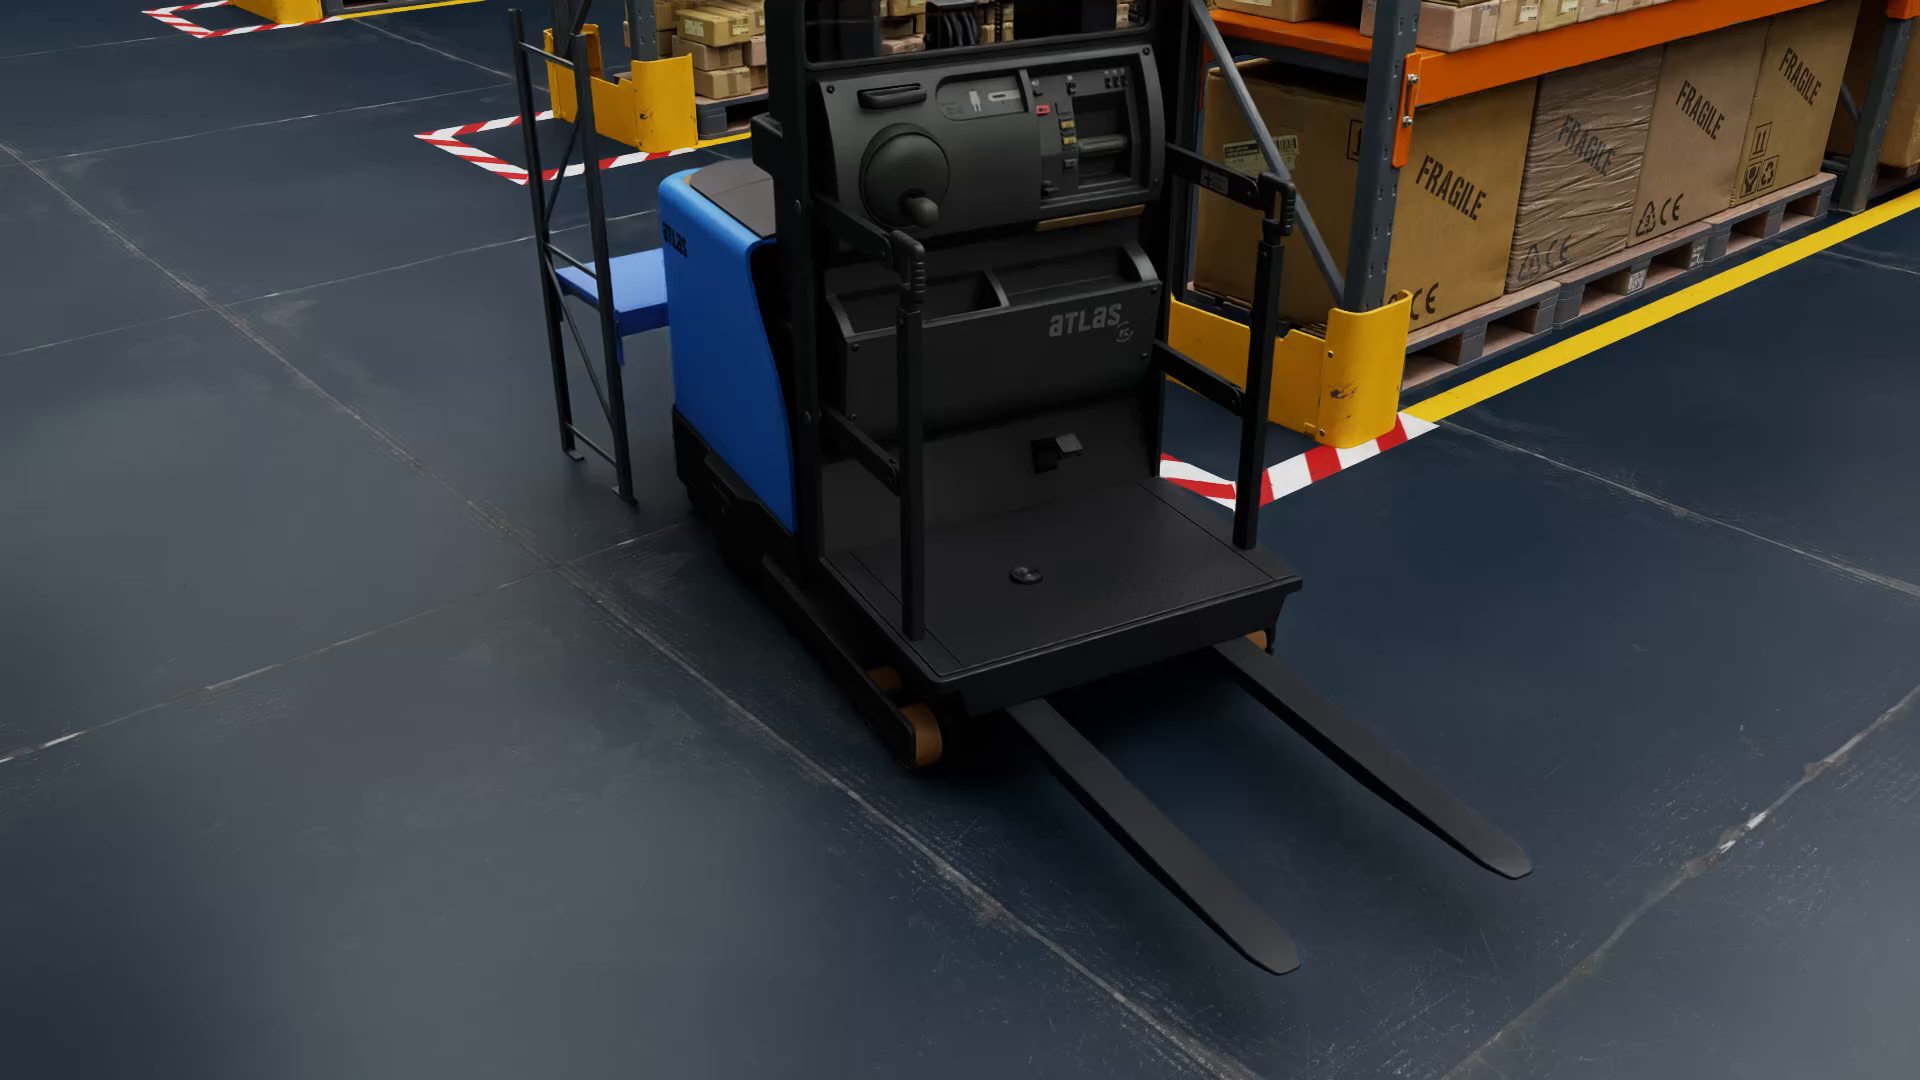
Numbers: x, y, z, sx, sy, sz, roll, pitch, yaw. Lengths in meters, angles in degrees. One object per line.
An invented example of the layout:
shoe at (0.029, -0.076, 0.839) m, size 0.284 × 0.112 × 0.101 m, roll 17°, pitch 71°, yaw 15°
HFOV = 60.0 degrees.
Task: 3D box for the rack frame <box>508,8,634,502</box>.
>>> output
rack frame at (-1.237, -0.886, 5.317) m, size 0.032 × 1.500 × 0.500 m, roll -19°, pitch 33°, yaw -31°

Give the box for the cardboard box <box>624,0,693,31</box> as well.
cardboard box at (-1.793, -3.153, 9.915) m, size 0.250 × 0.149 × 0.380 m, roll -21°, pitch 35°, yaw -34°

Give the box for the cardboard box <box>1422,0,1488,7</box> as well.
cardboard box at (1.651, -2.015, 5.682) m, size 0.500 × 0.250 × 0.500 m, roll -23°, pitch 36°, yaw -36°

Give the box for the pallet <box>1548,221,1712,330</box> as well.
pallet at (2.596, -1.314, 7.485) m, size 1.213 × 0.211 × 1.003 m, roll -22°, pitch 35°, yaw -35°

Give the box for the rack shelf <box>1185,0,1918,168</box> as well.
rack shelf at (2.632, -2.195, 6.937) m, size 4.000 × 0.370 × 1.077 m, roll -22°, pitch 35°, yaw -35°

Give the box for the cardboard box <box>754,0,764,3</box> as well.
cardboard box at (-1.006, -3.097, 9.810) m, size 0.250 × 0.149 × 0.380 m, roll -22°, pitch 35°, yaw -35°

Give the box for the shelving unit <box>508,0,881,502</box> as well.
shelving unit at (-0.827, -1.027, 5.581) m, size 1.048 × 1.500 × 0.538 m, roll -19°, pitch 33°, yaw -31°

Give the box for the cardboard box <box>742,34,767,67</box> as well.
cardboard box at (-1.222, -2.900, 9.758) m, size 0.250 × 0.149 × 0.380 m, roll -22°, pitch 35°, yaw -35°

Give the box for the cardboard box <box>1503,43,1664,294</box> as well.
cardboard box at (2.238, -1.651, 6.966) m, size 0.875 × 0.875 × 0.875 m, roll -22°, pitch 35°, yaw -35°

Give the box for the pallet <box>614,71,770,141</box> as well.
pallet at (-1.333, -2.739, 10.151) m, size 1.213 × 0.211 × 1.003 m, roll -22°, pitch 35°, yaw -35°

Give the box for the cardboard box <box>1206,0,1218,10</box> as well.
cardboard box at (1.746, -4.147, 12.034) m, size 0.500 × 0.500 × 0.500 m, roll -20°, pitch 34°, yaw -33°

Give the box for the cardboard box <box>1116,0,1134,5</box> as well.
cardboard box at (0.978, -3.782, 11.408) m, size 0.250 × 0.149 × 0.380 m, roll -21°, pitch 35°, yaw -34°

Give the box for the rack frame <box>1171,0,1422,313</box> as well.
rack frame at (1.111, -1.900, 5.623) m, size 0.127 × 3.000 × 1.000 m, roll -22°, pitch 35°, yaw -35°

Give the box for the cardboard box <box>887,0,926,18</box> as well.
cardboard box at (-0.424, -3.348, 10.280) m, size 0.250 × 0.149 × 0.380 m, roll -21°, pitch 35°, yaw -34°

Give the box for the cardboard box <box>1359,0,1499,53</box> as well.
cardboard box at (1.595, -1.780, 5.664) m, size 0.250 × 0.149 × 0.380 m, roll -21°, pitch 35°, yaw -34°

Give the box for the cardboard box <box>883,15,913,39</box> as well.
cardboard box at (-0.508, -3.260, 10.430) m, size 0.250 × 0.149 × 0.380 m, roll -20°, pitch 34°, yaw -32°

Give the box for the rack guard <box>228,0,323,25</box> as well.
rack guard at (-5.340, -4.344, 12.848) m, size 0.348 × 0.500 × 1.175 m, roll -22°, pitch 35°, yaw -35°

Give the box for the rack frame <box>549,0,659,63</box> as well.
rack frame at (-2.032, -3.709, 9.009) m, size 0.127 × 3.000 × 1.000 m, roll -22°, pitch 35°, yaw -35°

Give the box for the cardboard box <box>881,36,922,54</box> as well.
cardboard box at (-0.451, -3.067, 10.385) m, size 0.250 × 0.149 × 0.380 m, roll -24°, pitch 36°, yaw -37°

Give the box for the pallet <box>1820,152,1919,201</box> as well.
pallet at (4.692, -2.157, 9.062) m, size 1.213 × 0.211 × 1.003 m, roll -22°, pitch 35°, yaw -35°

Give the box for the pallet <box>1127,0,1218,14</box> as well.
pallet at (1.603, -3.942, 12.402) m, size 1.213 × 0.211 × 1.003 m, roll -22°, pitch 35°, yaw -35°

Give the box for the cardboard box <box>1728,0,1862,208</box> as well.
cardboard box at (3.600, -2.199, 7.990) m, size 0.875 × 0.875 × 0.875 m, roll -22°, pitch 35°, yaw -35°

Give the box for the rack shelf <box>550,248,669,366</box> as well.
rack shelf at (-0.827, -0.869, 5.666) m, size 1.000 × 0.185 × 0.538 m, roll -19°, pitch 33°, yaw -31°

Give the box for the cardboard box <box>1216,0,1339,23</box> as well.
cardboard box at (1.168, -2.016, 6.107) m, size 0.250 × 0.149 × 0.380 m, roll -21°, pitch 35°, yaw -34°

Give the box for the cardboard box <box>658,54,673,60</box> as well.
cardboard box at (-1.767, -2.873, 10.023) m, size 0.250 × 0.149 × 0.380 m, roll -21°, pitch 35°, yaw -34°

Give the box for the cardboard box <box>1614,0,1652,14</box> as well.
cardboard box at (2.375, -2.095, 6.253) m, size 0.250 × 0.149 × 0.380 m, roll -23°, pitch 36°, yaw -36°

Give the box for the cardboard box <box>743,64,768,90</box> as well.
cardboard box at (-1.279, -2.792, 9.872) m, size 0.250 × 0.149 × 0.380 m, roll -22°, pitch 35°, yaw -35°

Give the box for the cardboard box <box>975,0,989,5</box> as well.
cardboard box at (-0.035, -3.496, 10.557) m, size 0.250 × 0.149 × 0.380 m, roll -23°, pitch 36°, yaw -37°

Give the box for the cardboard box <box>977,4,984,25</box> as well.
cardboard box at (-0.065, -3.405, 10.703) m, size 0.250 × 0.149 × 0.380 m, roll -24°, pitch 36°, yaw -37°

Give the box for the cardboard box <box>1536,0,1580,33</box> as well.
cardboard box at (1.984, -1.937, 5.959) m, size 0.250 × 0.149 × 0.380 m, roll -23°, pitch 36°, yaw -36°

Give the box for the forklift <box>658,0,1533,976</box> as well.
forklift at (0.199, -0.961, 3.938) m, size 1.130 × 2.935 × 3.031 m, roll -14°, pitch 31°, yaw -24°

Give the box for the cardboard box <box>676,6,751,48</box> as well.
cardboard box at (-1.413, -2.938, 9.513) m, size 0.250 × 0.149 × 0.380 m, roll -24°, pitch 36°, yaw -37°
